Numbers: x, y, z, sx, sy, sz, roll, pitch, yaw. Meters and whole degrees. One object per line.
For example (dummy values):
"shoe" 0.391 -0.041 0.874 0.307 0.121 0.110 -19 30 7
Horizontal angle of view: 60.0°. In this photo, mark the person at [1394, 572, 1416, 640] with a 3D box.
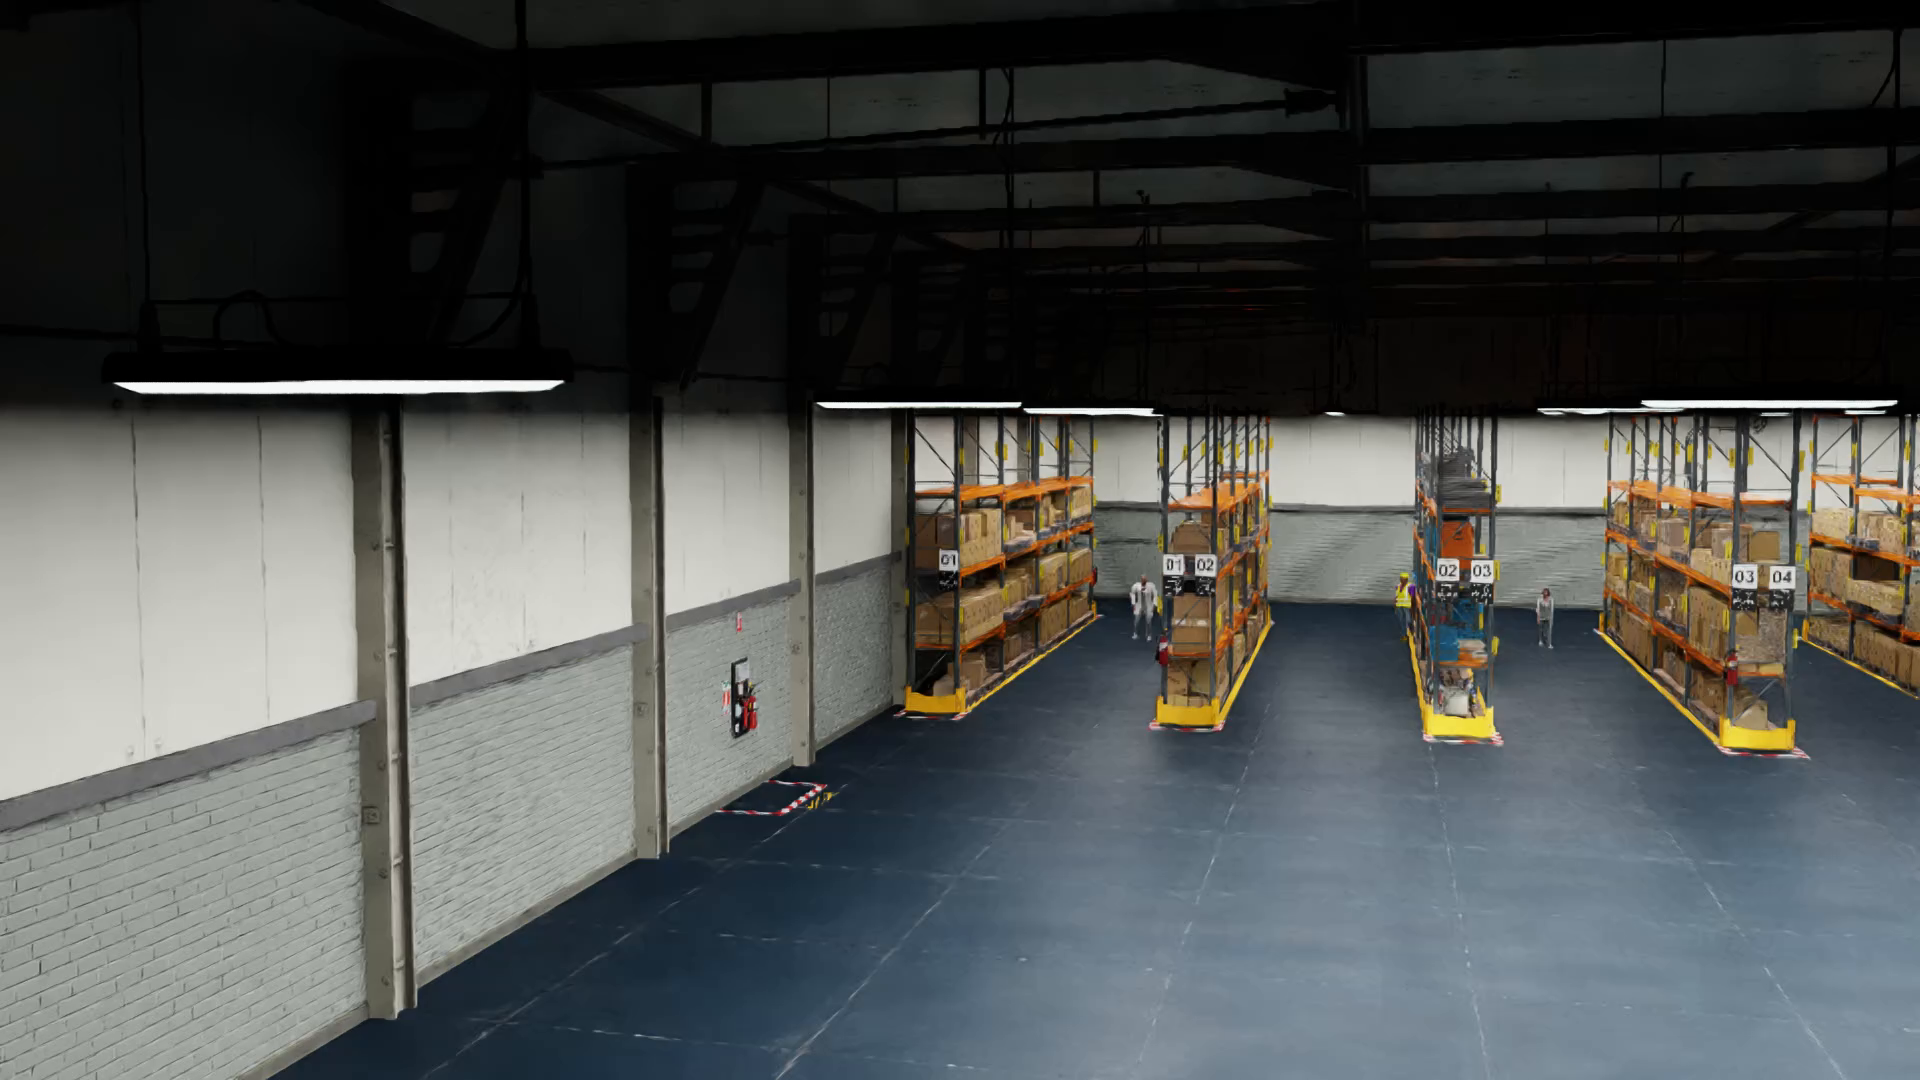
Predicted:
"person" 11.531 1.708 42.955 0.503 1.760 0.623 -4 6 -45

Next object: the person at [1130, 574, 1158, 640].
"person" 4.766 1.726 43.092 0.729 1.733 0.546 1 4 12

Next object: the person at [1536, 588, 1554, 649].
"person" 14.593 1.930 41.494 0.417 1.517 1.032 1 4 16
